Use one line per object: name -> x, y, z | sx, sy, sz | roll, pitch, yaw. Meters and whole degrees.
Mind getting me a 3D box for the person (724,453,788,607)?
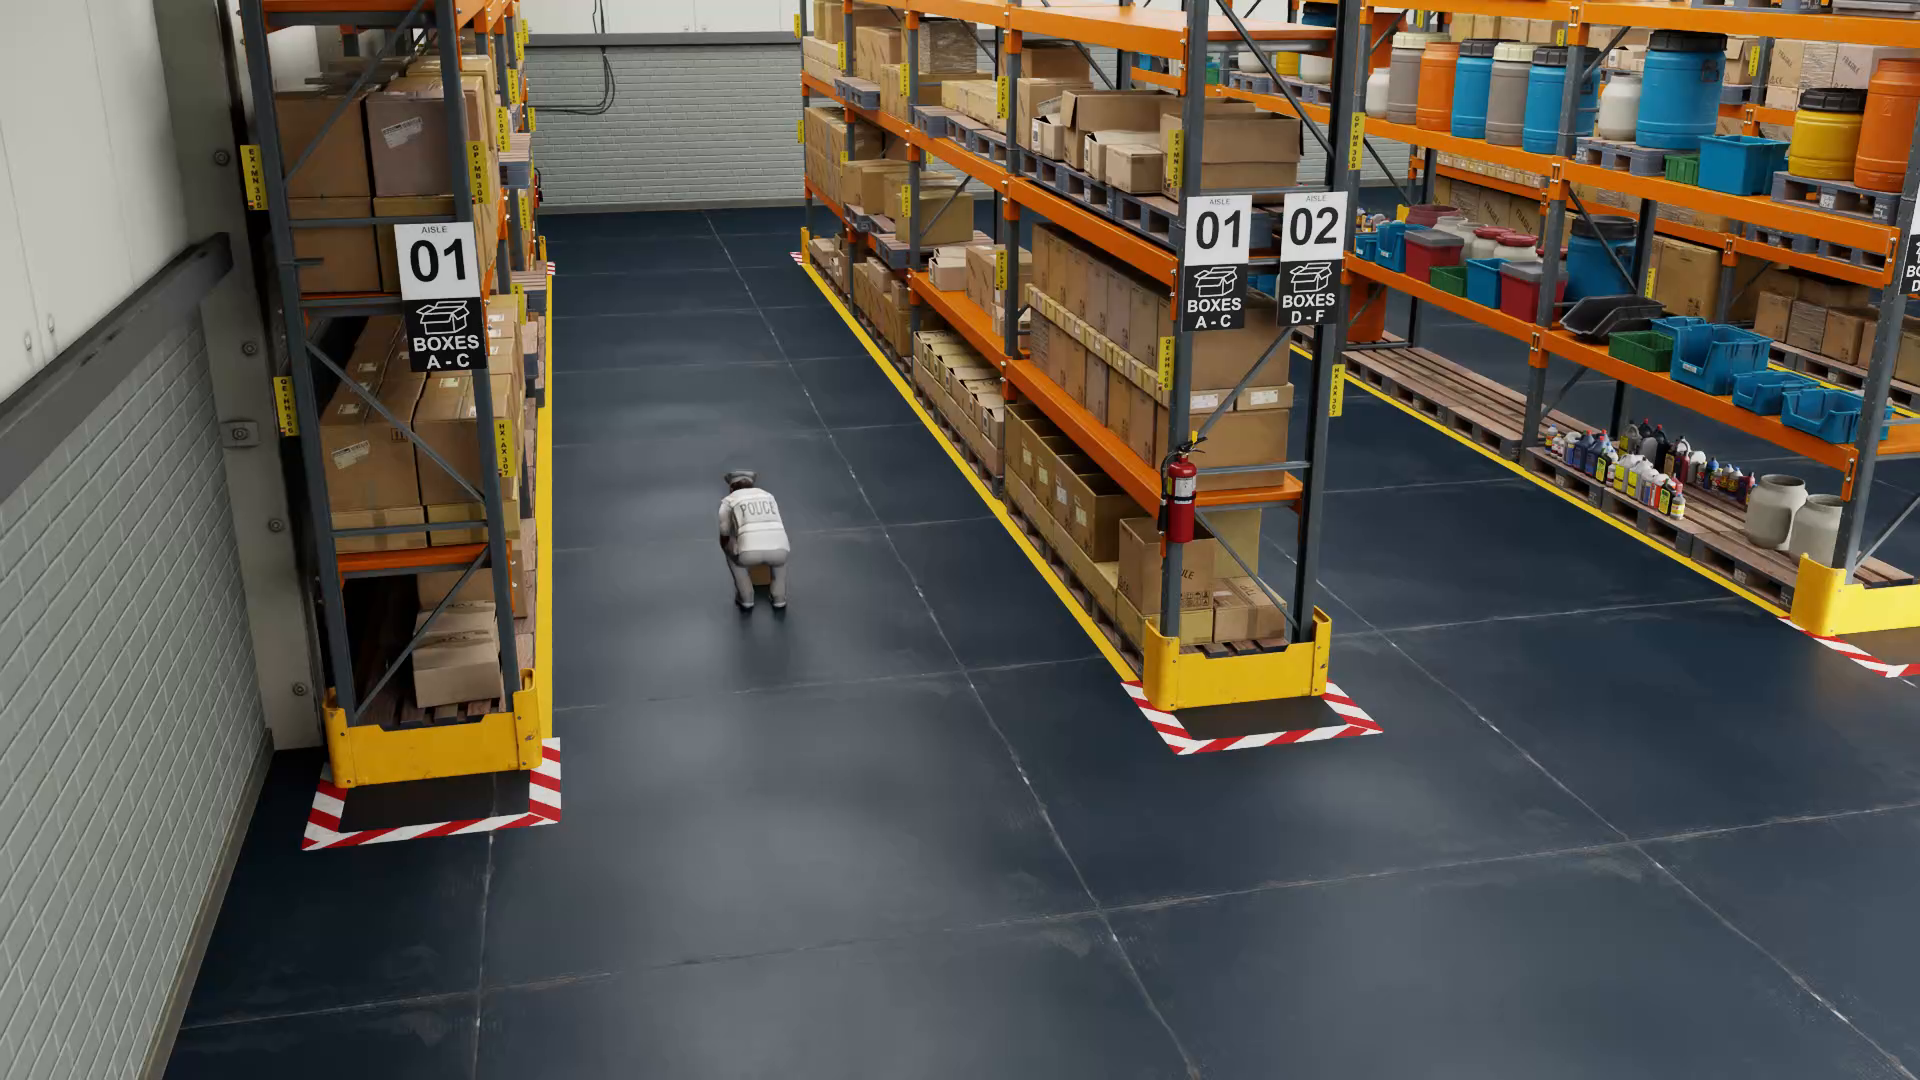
person -> -1.512, -0.082, 12.255 | 0.427, 1.022, 0.938 | -5, 20, -15
